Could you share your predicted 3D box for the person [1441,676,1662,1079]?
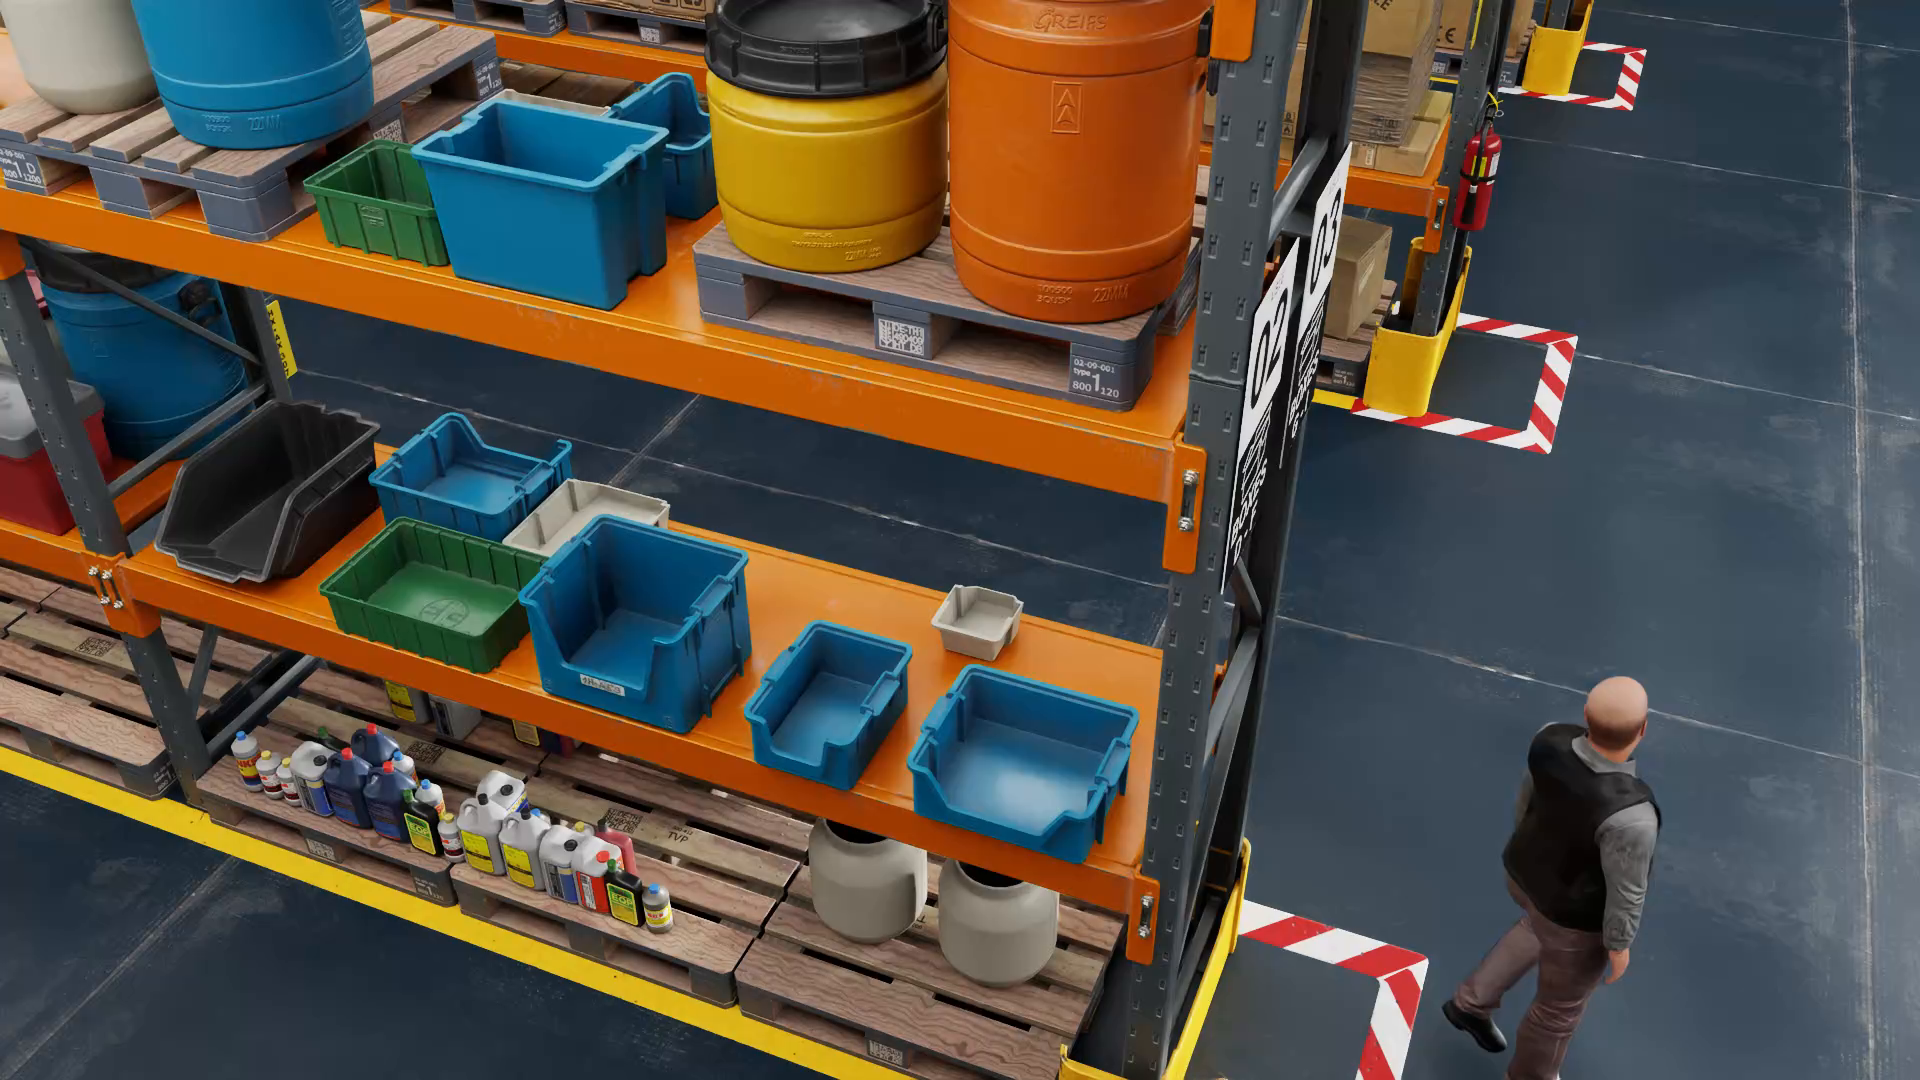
[{"bbox_3d":[1.913,1.130,5.331,0.483,1.708,0.617,-10,38,-13],"label":"person"}]
